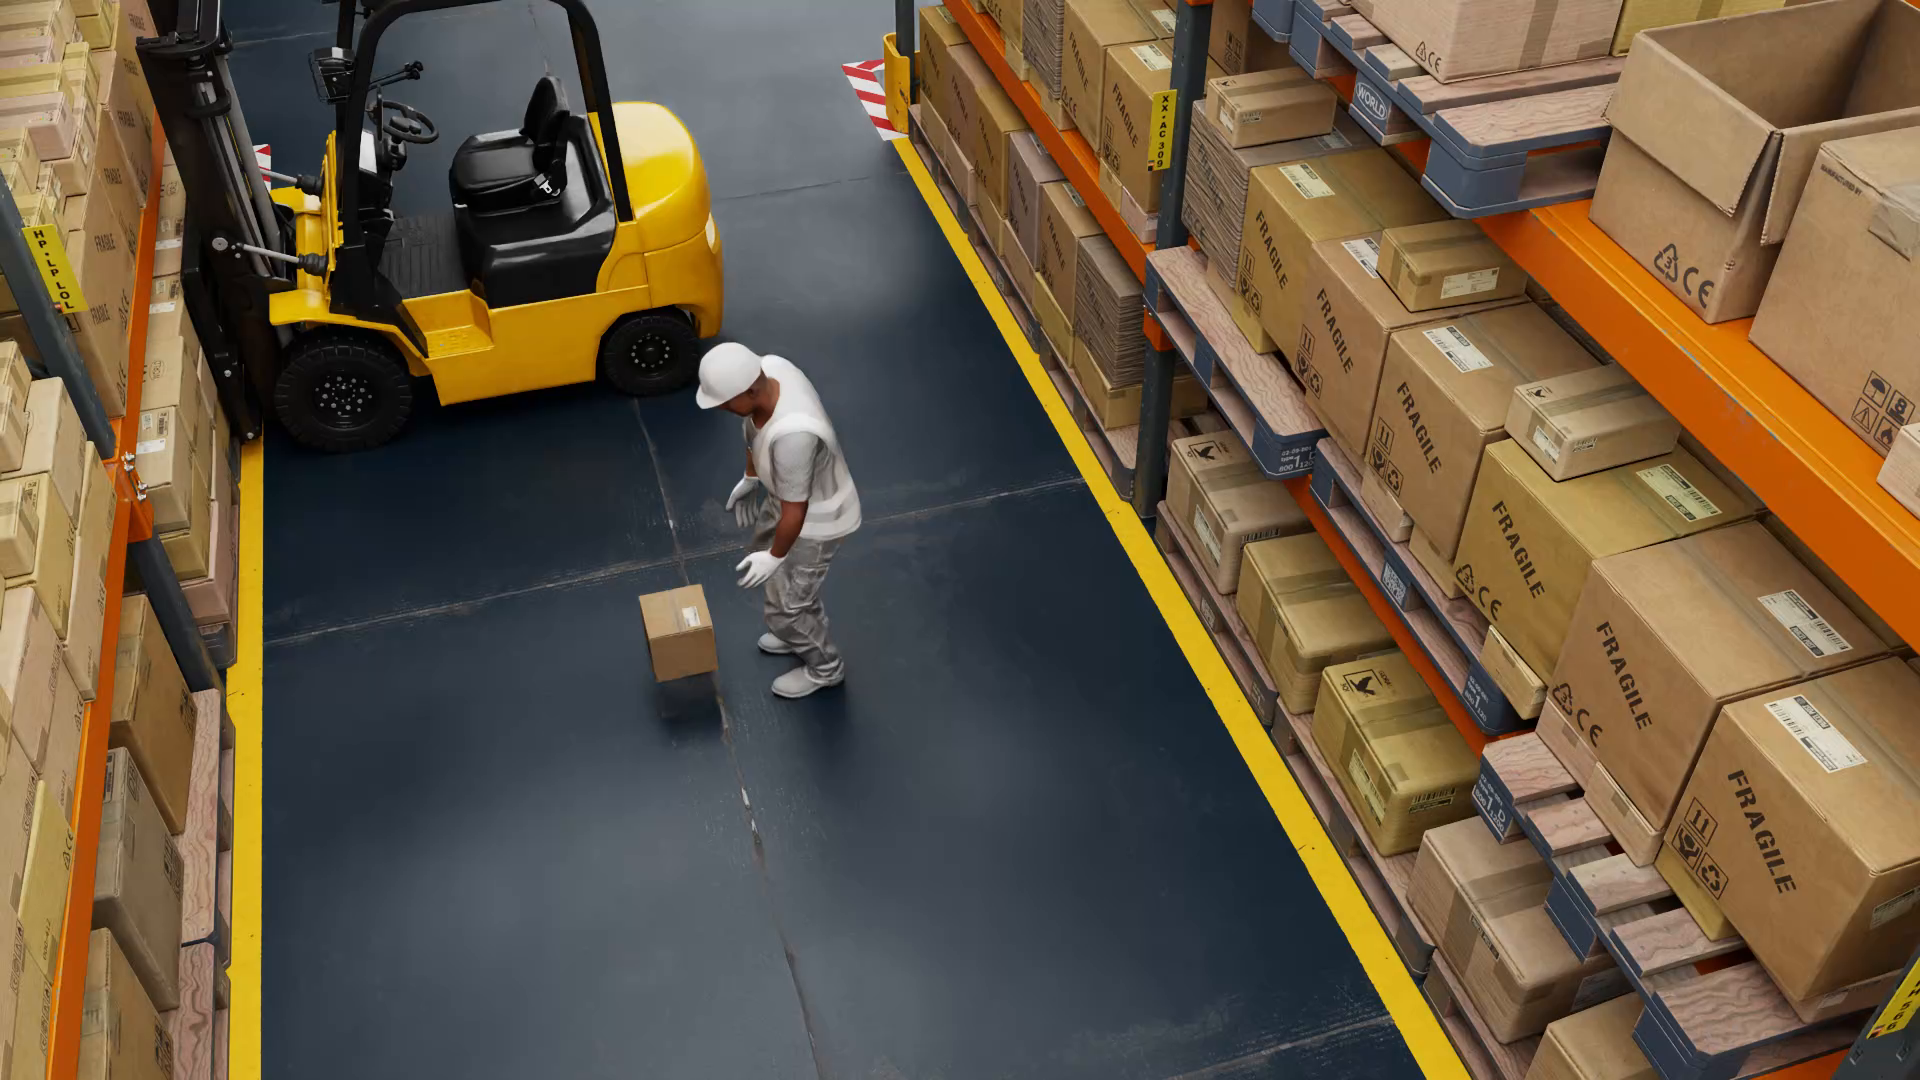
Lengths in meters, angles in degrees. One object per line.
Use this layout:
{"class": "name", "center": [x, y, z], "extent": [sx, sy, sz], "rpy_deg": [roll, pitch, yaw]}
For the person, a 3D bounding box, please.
{"class": "person", "center": [-0.659, -0.081, 6.327], "extent": [0.561, 1.663, 0.591], "rpy_deg": [-11, 43, -12]}
